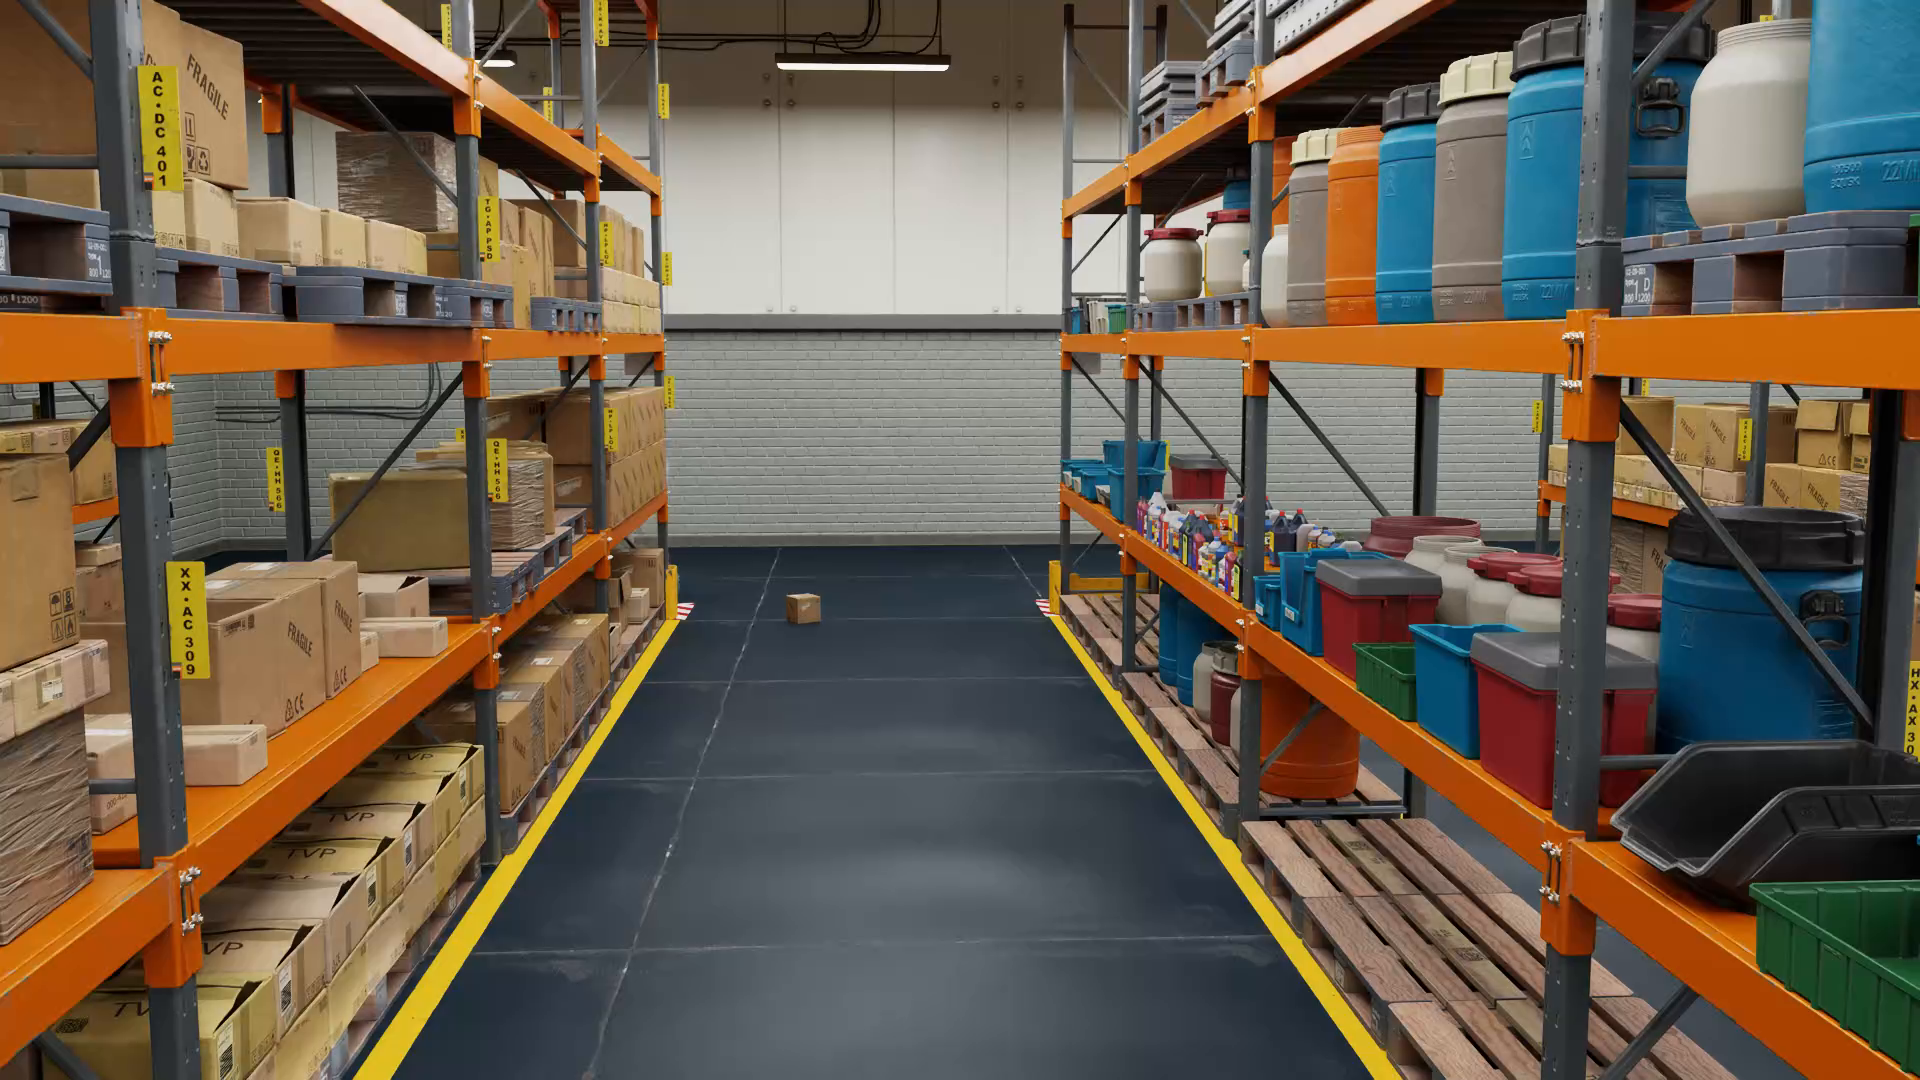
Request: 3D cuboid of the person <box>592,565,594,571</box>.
[{"bbox_3d":[-4.051,-0.215,17.663,0.719,1.837,0.597,-2,7,-14],"label":"person"}]
